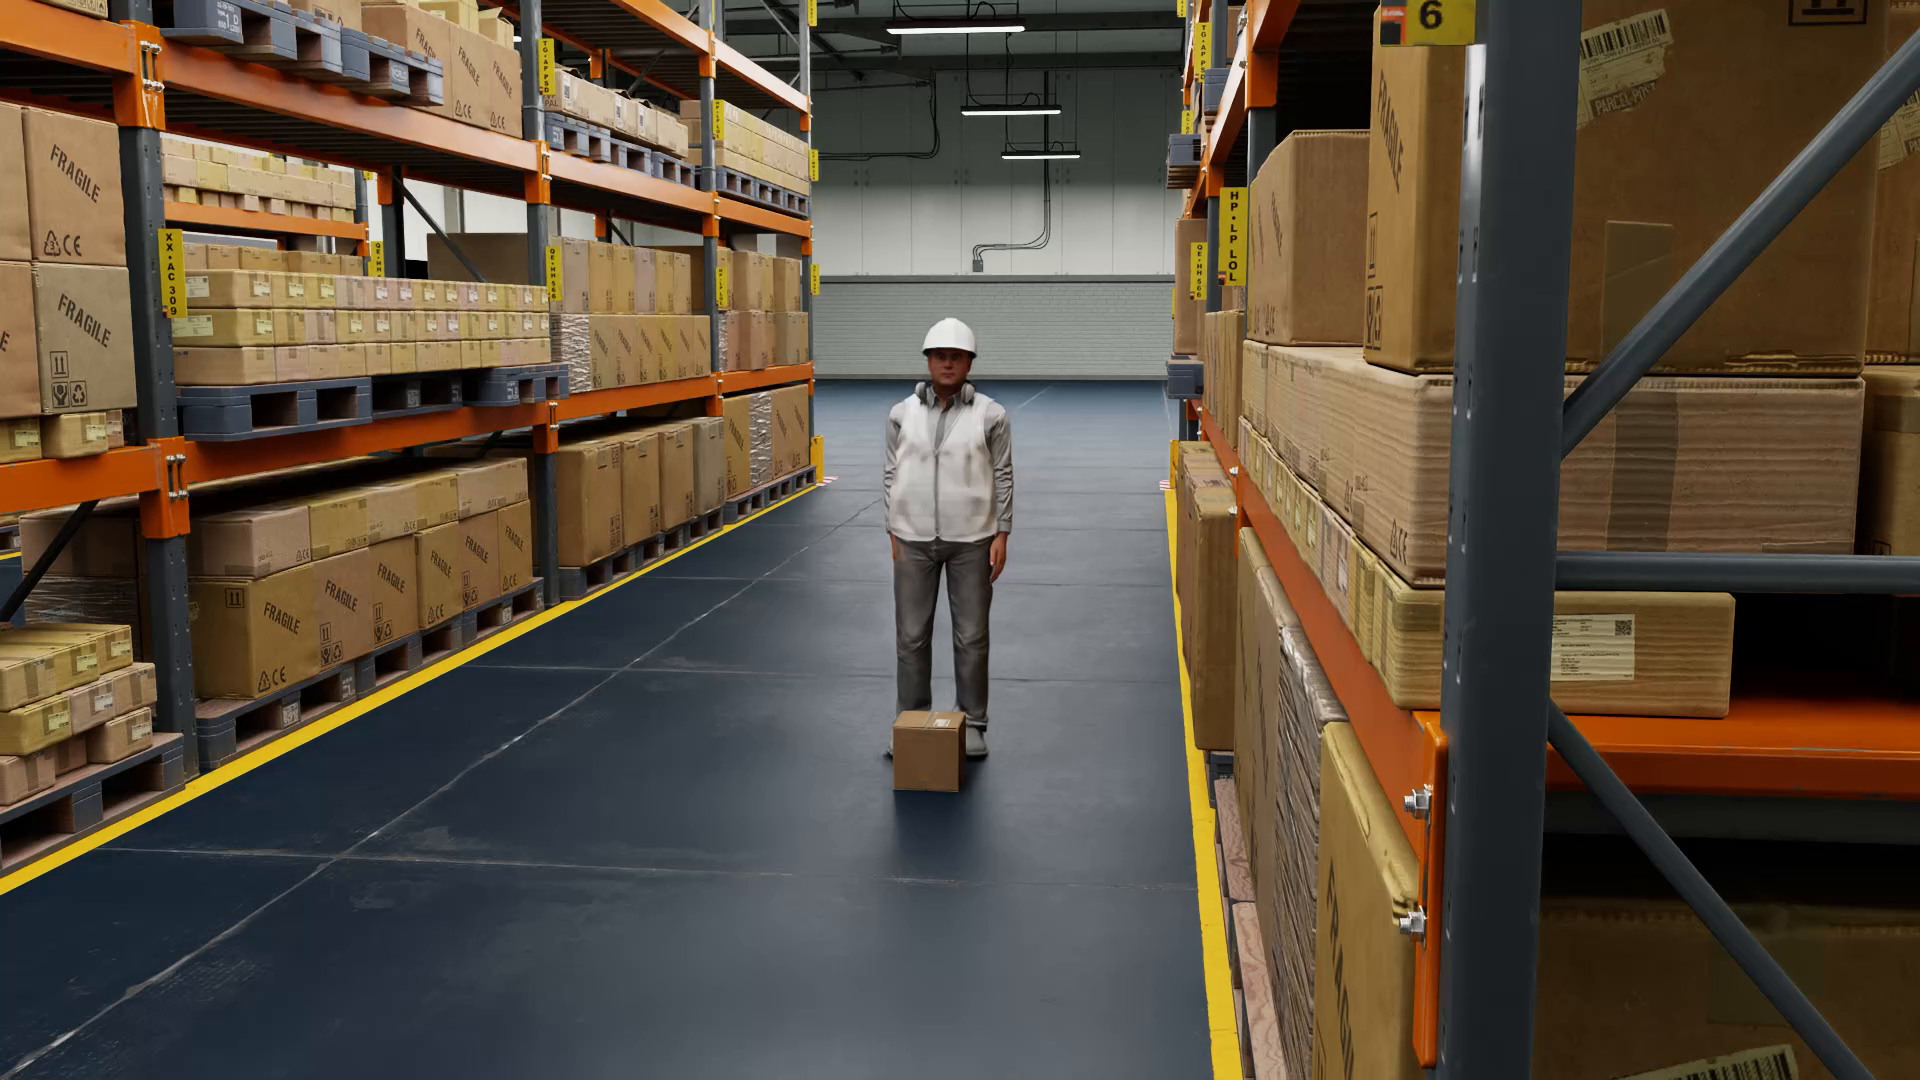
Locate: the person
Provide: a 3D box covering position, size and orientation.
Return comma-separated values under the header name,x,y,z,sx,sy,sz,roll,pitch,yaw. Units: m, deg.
name,x,y,z,sx,sy,sz,roll,pitch,yaw
person,-0.051,-0.007,6.753,0.533,1.772,0.358,1,8,7
